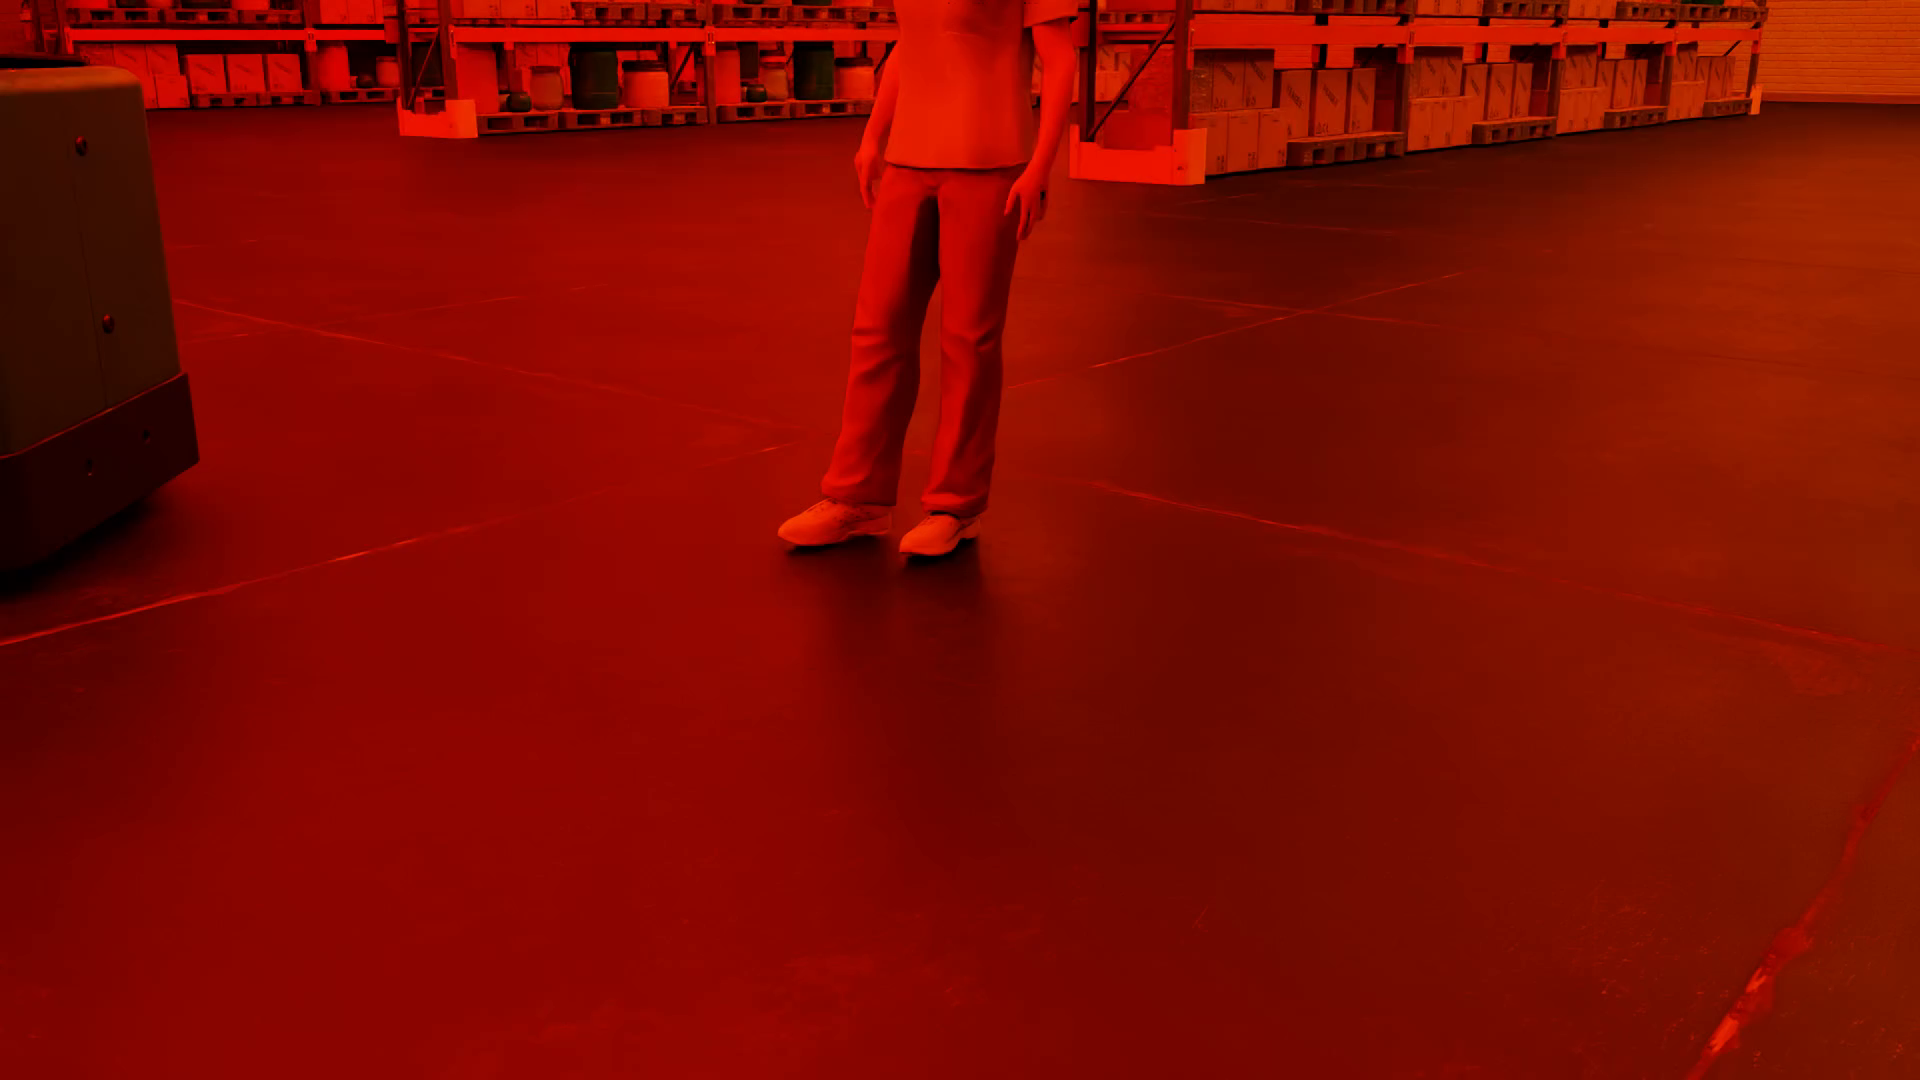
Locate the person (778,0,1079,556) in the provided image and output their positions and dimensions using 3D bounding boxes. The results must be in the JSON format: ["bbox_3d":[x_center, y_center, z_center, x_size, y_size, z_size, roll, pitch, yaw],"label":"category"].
[{"bbox_3d":[-0.055,-0.794,3.649,0.555,1.675,0.549,13,21,37],"label":"person"}]

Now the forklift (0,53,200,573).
[{"bbox_3d":[-3.492,-1.393,3.483,3.031,2.935,1.130,-1,17,-2],"label":"forklift"}]
